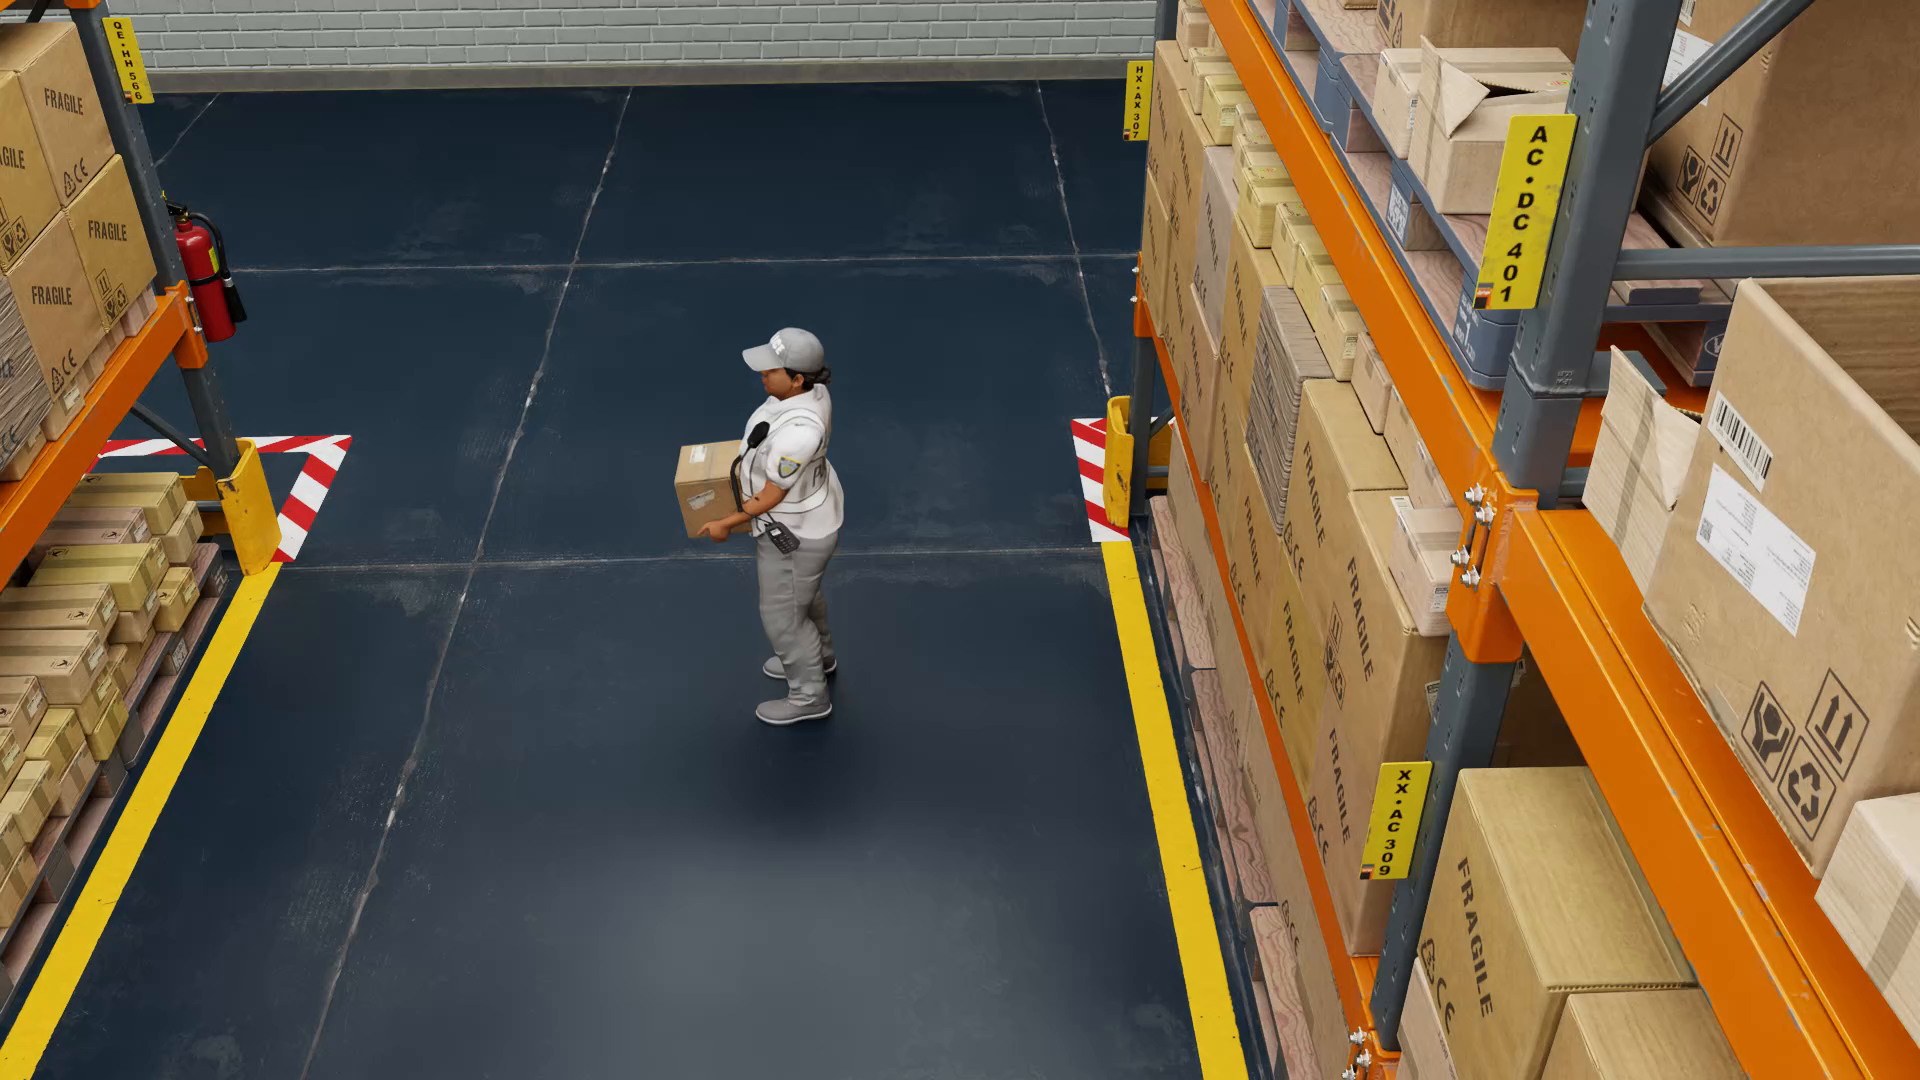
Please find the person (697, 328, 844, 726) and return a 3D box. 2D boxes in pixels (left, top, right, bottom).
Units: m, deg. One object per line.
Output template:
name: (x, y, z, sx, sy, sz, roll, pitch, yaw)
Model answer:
person: (-0.699, -0.054, 6.230, 0.533, 1.656, 0.455, -1, 35, -1)
